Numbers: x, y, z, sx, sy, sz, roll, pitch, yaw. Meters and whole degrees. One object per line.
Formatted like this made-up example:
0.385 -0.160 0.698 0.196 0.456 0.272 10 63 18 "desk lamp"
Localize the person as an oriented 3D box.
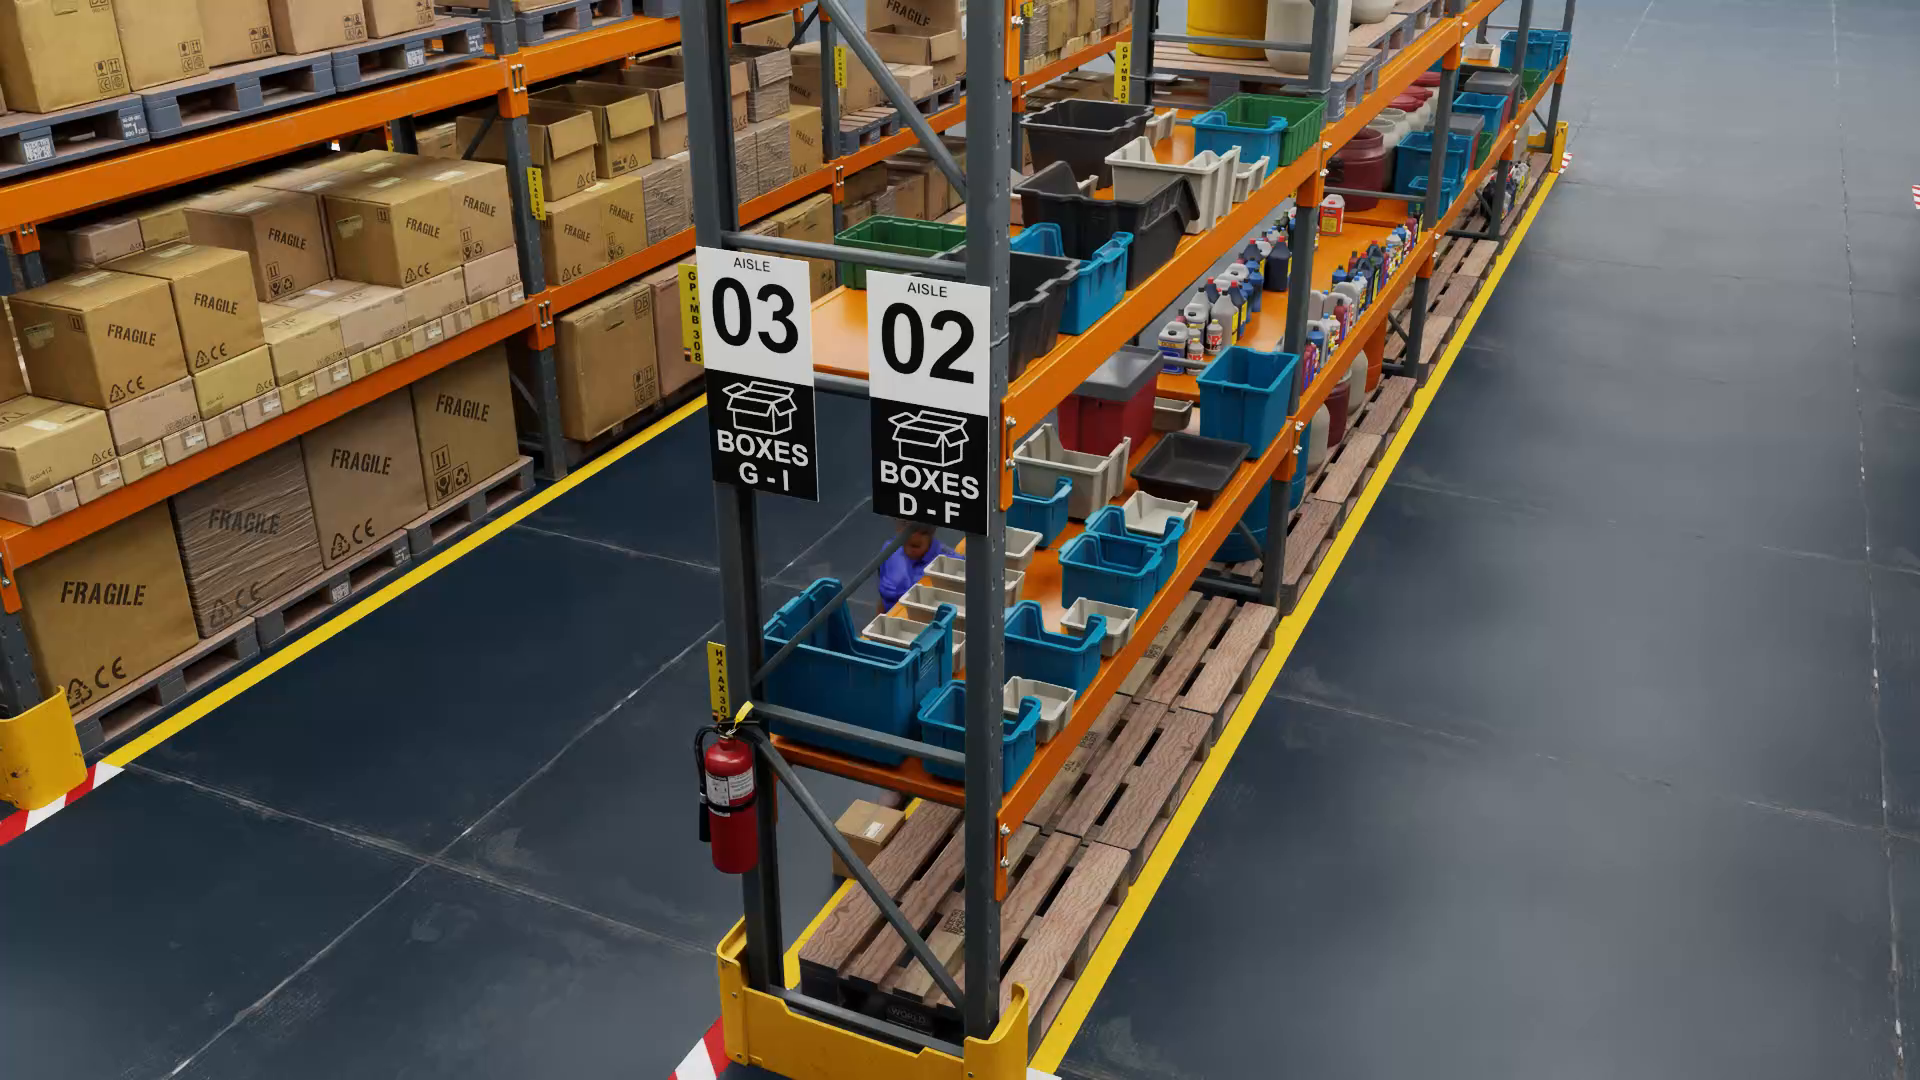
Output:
-0.174 0.554 7.542 0.448 1.631 0.340 12 29 23 "person"
